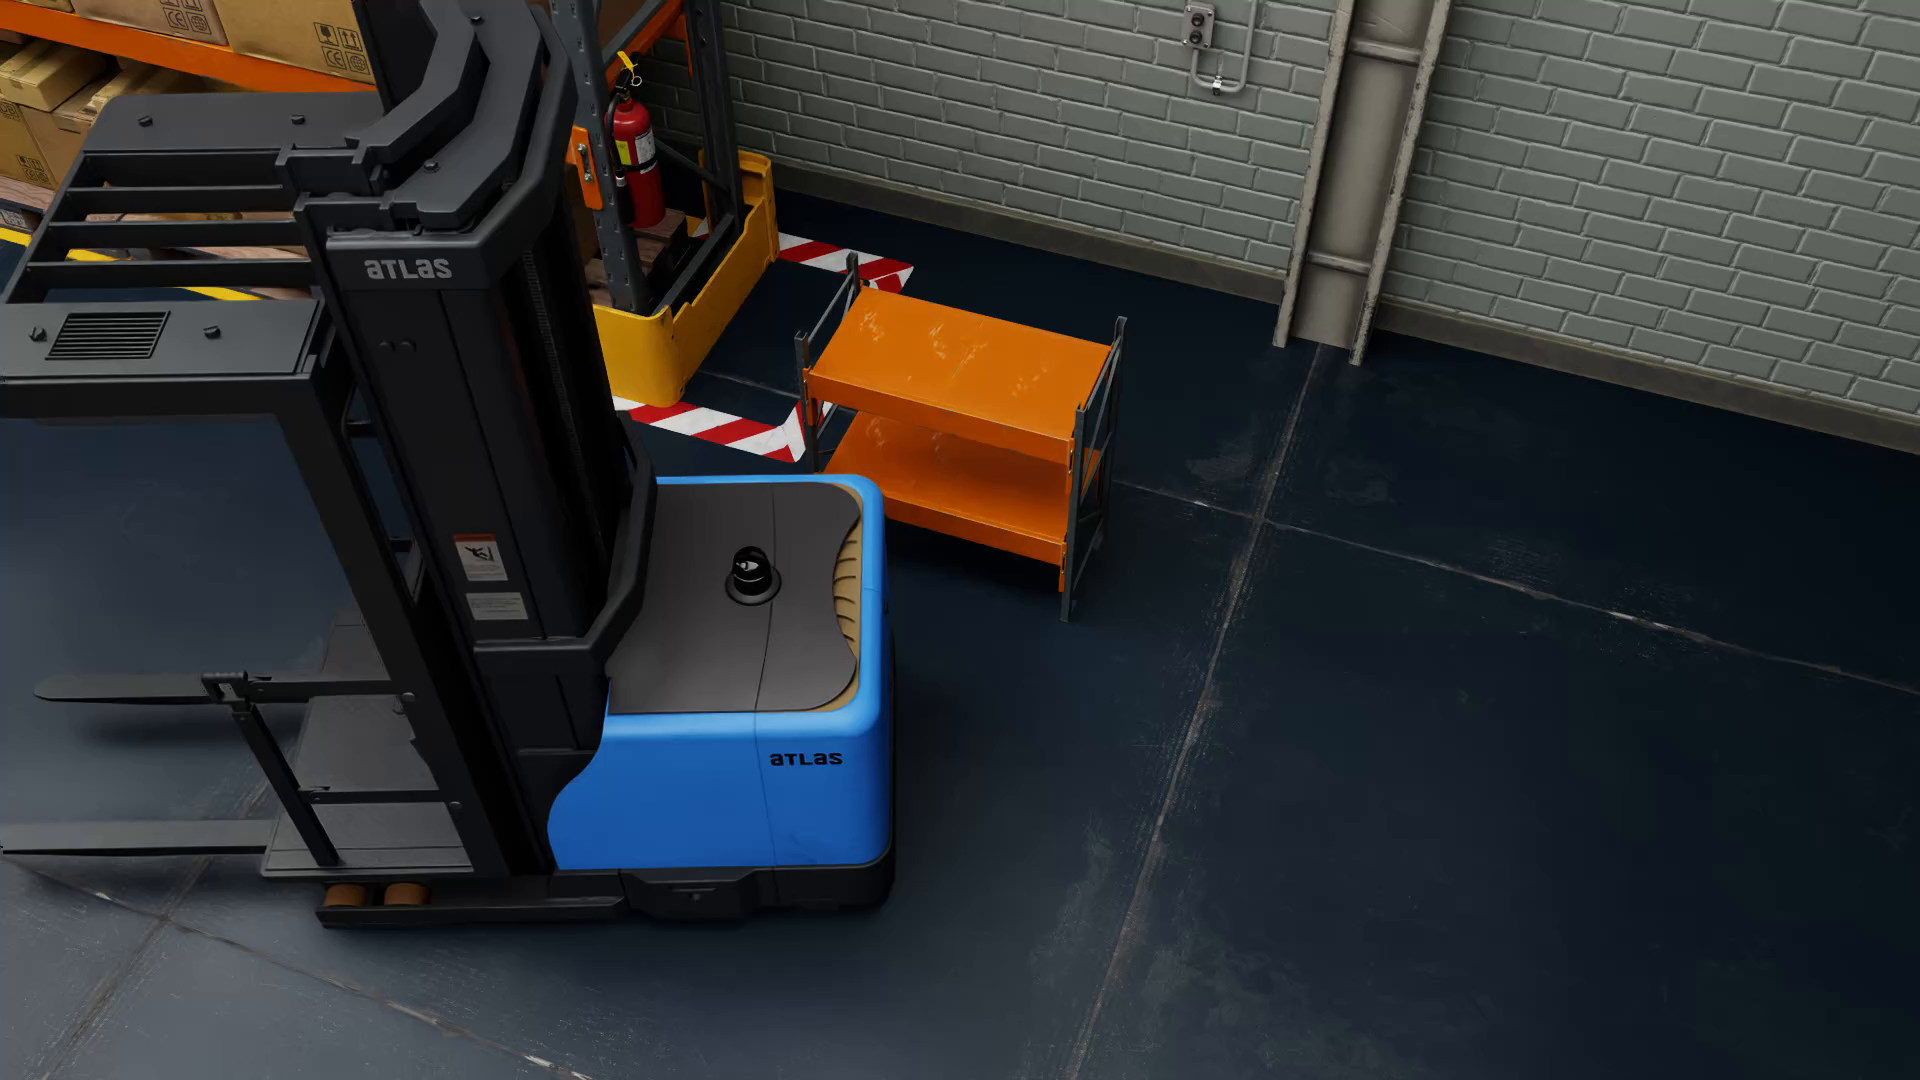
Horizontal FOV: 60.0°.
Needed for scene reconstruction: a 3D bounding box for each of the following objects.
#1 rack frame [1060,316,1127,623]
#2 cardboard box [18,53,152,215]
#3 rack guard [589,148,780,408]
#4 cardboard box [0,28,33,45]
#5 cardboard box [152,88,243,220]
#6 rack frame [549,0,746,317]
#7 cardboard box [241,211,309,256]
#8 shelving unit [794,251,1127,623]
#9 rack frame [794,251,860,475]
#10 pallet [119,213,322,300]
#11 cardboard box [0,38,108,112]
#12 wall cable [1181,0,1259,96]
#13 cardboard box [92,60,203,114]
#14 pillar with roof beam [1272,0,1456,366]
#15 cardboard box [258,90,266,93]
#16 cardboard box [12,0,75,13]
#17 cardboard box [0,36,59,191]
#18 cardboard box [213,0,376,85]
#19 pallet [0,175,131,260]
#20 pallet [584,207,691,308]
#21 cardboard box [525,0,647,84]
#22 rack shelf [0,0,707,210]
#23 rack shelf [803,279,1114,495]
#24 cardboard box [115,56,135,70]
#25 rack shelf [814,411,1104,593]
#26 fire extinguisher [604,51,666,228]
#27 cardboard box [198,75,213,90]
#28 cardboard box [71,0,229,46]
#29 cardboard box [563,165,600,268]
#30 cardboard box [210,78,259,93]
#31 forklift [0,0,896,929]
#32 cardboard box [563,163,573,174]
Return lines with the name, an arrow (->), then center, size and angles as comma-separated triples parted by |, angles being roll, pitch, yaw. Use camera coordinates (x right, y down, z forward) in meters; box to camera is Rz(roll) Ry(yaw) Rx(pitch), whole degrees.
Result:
rack frame -> 0.483, -0.234, 6.075 | 0.032, 1.125, 0.500 | 16, 51, 13
cardboard box -> -3.826, -1.962, 7.708 | 0.500, 0.500, 0.700 | 15, 51, 13
rack guard -> -1.187, -1.173, 7.302 | 0.348, 0.500, 1.175 | 16, 51, 13
cardboard box -> -4.363, -2.487, 7.734 | 0.250, 0.149, 0.380 | 15, 51, 13
cardboard box -> -3.345, -1.826, 7.590 | 0.500, 0.500, 0.700 | 17, 51, 14
rack frame -> -1.210, -1.998, 6.363 | 0.127, 3.000, 1.000 | 16, 51, 13
cardboard box -> -2.843, -1.691, 7.474 | 0.500, 0.500, 0.700 | 14, 51, 12
shelving unit -> 0.006, -0.367, 6.190 | 1.048, 1.125, 0.538 | 16, 51, 13
rack frame -> -0.471, -0.500, 6.305 | 0.032, 1.125, 0.500 | 16, 51, 13
pallet -> -3.128, -1.559, 7.828 | 1.213, 0.211, 1.003 | 16, 51, 13
cardboard box -> -4.038, -2.089, 7.389 | 0.250, 0.149, 0.380 | 17, 51, 14
wall cable -> 0.319, -2.666, 6.270 | 1.851, 1.984, 0.084 | 16, 51, 13
cardboard box -> -3.548, -1.952, 7.271 | 0.250, 0.149, 0.380 | 14, 51, 12
pillar with roof beam -> 0.131, -0.817, 1.370 | 0.400, 9.000, 9.100 | 16, 51, 13
cardboard box -> -2.905, -2.081, 7.382 | 0.250, 0.149, 0.380 | 16, 51, 13
cardboard box -> -3.776, -2.795, 6.855 | 0.700, 0.700, 0.980 | 14, 51, 12
cardboard box -> -4.296, -2.096, 7.824 | 0.500, 0.500, 0.700 | 16, 51, 14
cardboard box -> -2.378, -2.405, 6.518 | 0.700, 0.700, 0.980 | 15, 51, 13
pallet -> -4.276, -1.877, 8.104 | 1.213, 0.211, 1.003 | 16, 51, 13
pallet -> -1.987, -1.238, 7.550 | 1.213, 0.211, 1.003 | 16, 51, 13
cardboard box -> -1.692, -2.222, 6.359 | 0.700, 0.700, 0.980 | 18, 51, 15
rack shelf -> -3.086, -2.286, 7.089 | 4.000, 0.370, 1.077 | 16, 51, 13
rack shelf -> 0.006, -0.558, 5.969 | 1.000, 0.278, 0.538 | 16, 51, 13
cardboard box -> -3.621, -2.282, 7.556 | 0.250, 0.149, 0.380 | 14, 51, 12
rack shelf -> 0.006, -0.207, 6.375 | 1.000, 0.278, 0.538 | 16, 51, 13
fire extinguisher -> -1.228, -1.484, 6.215 | 0.183, 0.674, 0.296 | 16, 51, 13
cardboard box -> -3.384, -2.215, 7.498 | 0.250, 0.149, 0.380 | 16, 51, 14
cardboard box -> -3.090, -2.611, 6.696 | 0.700, 0.700, 0.980 | 13, 50, 11
cardboard box -> -1.901, -1.429, 7.246 | 0.500, 0.500, 0.700 | 16, 51, 13
cardboard box -> -3.142, -2.148, 7.440 | 0.250, 0.149, 0.380 | 15, 51, 12
forklift -> -1.741, -0.085, 4.751 | 3.031, 2.935, 1.130 | -1, 49, -1
cardboard box -> -1.715, -1.750, 7.096 | 0.250, 0.149, 0.380 | 16, 51, 13
